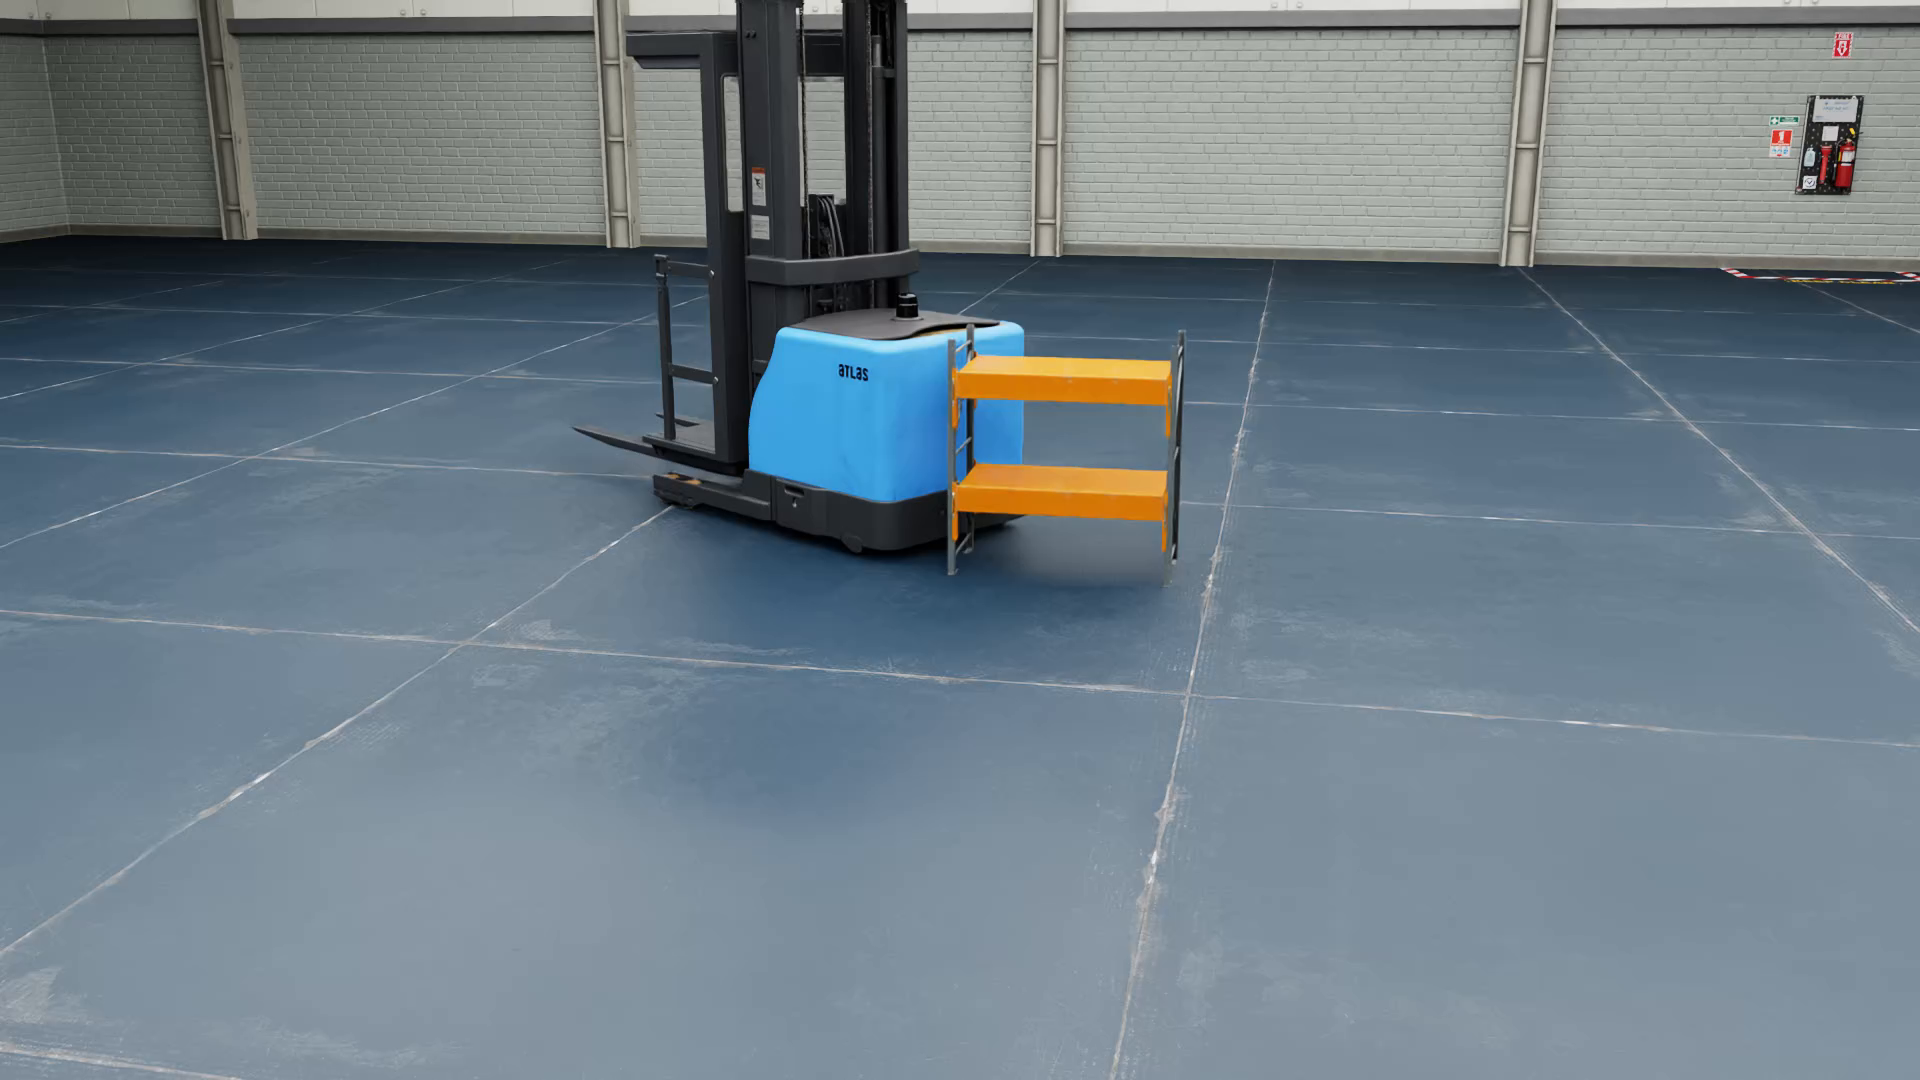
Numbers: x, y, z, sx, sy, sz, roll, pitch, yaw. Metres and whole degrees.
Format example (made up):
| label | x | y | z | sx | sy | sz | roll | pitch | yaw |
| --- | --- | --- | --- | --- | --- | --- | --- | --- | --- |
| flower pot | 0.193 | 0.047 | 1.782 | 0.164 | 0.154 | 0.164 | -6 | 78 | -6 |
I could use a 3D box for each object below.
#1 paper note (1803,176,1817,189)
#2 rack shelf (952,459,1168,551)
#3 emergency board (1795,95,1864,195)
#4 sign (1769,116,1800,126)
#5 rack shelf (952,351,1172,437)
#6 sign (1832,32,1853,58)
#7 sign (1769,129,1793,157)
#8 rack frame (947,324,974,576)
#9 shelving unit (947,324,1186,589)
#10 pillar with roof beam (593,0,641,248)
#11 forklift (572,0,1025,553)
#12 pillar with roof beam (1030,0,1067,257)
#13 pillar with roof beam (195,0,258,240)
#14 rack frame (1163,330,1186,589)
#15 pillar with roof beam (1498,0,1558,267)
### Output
| label | x | y | z | sx | sy | sz | roll | pitch | yaw |
| --- | --- | --- | --- | --- | --- | --- | --- | --- | --- |
| paper note | 10.343 | -4.353 | 20.239 | 0.142 | 0.148 | 0.016 | 3 | 16 | 11 |
| rack shelf | 0.505 | -0.175 | 7.931 | 1.000 | 0.278 | 0.538 | 3 | 16 | 11 |
| emergency board | 10.503 | -4.750 | 20.022 | 0.643 | 1.169 | 0.194 | 3 | 16 | 11 |
| sign | 9.985 | -5.077 | 20.141 | 0.331 | 0.109 | 0.001 | 3 | 16 | 11 |
| rack shelf | 0.505 | -0.692 | 7.787 | 1.000 | 0.278 | 0.538 | 3 | 16 | 11 |
| sign | 10.515 | -5.894 | 19.808 | 0.199 | 0.298 | 0.001 | 3 | 16 | 11 |
| sign | 9.982 | -4.824 | 20.221 | 0.234 | 0.329 | 0.001 | 3 | 16 | 11 |
| rack frame | 0.006 | -0.437 | 7.962 | 0.032 | 1.125 | 0.500 | 3 | 16 | 11 |
| shelving unit | 0.505 | -0.410 | 7.866 | 1.048 | 1.125 | 0.538 | 3 | 16 | 11 |
| pillar with roof beam | -5.580 | -7.331 | 18.102 | 0.400 | 9.000 | 9.100 | 3 | 16 | 11 |
| forklift | -1.057 | -1.664 | 9.007 | 3.031 | 2.935 | 1.130 | 15 | 21 | 43 |
| pillar with roof beam | 0.300 | -7.012 | 16.949 | 0.400 | 9.000 | 9.100 | 3 | 16 | 11 |
| pillar with roof beam | -11.459 | -7.651 | 19.254 | 0.400 | 9.000 | 9.100 | 3 | 16 | 11 |
| rack frame | 1.003 | -0.384 | 7.770 | 0.032 | 1.125 | 0.500 | 3 | 16 | 11 |
| pillar with roof beam | 6.180 | -6.693 | 15.797 | 0.400 | 9.000 | 9.100 | 3 | 16 | 11 |
